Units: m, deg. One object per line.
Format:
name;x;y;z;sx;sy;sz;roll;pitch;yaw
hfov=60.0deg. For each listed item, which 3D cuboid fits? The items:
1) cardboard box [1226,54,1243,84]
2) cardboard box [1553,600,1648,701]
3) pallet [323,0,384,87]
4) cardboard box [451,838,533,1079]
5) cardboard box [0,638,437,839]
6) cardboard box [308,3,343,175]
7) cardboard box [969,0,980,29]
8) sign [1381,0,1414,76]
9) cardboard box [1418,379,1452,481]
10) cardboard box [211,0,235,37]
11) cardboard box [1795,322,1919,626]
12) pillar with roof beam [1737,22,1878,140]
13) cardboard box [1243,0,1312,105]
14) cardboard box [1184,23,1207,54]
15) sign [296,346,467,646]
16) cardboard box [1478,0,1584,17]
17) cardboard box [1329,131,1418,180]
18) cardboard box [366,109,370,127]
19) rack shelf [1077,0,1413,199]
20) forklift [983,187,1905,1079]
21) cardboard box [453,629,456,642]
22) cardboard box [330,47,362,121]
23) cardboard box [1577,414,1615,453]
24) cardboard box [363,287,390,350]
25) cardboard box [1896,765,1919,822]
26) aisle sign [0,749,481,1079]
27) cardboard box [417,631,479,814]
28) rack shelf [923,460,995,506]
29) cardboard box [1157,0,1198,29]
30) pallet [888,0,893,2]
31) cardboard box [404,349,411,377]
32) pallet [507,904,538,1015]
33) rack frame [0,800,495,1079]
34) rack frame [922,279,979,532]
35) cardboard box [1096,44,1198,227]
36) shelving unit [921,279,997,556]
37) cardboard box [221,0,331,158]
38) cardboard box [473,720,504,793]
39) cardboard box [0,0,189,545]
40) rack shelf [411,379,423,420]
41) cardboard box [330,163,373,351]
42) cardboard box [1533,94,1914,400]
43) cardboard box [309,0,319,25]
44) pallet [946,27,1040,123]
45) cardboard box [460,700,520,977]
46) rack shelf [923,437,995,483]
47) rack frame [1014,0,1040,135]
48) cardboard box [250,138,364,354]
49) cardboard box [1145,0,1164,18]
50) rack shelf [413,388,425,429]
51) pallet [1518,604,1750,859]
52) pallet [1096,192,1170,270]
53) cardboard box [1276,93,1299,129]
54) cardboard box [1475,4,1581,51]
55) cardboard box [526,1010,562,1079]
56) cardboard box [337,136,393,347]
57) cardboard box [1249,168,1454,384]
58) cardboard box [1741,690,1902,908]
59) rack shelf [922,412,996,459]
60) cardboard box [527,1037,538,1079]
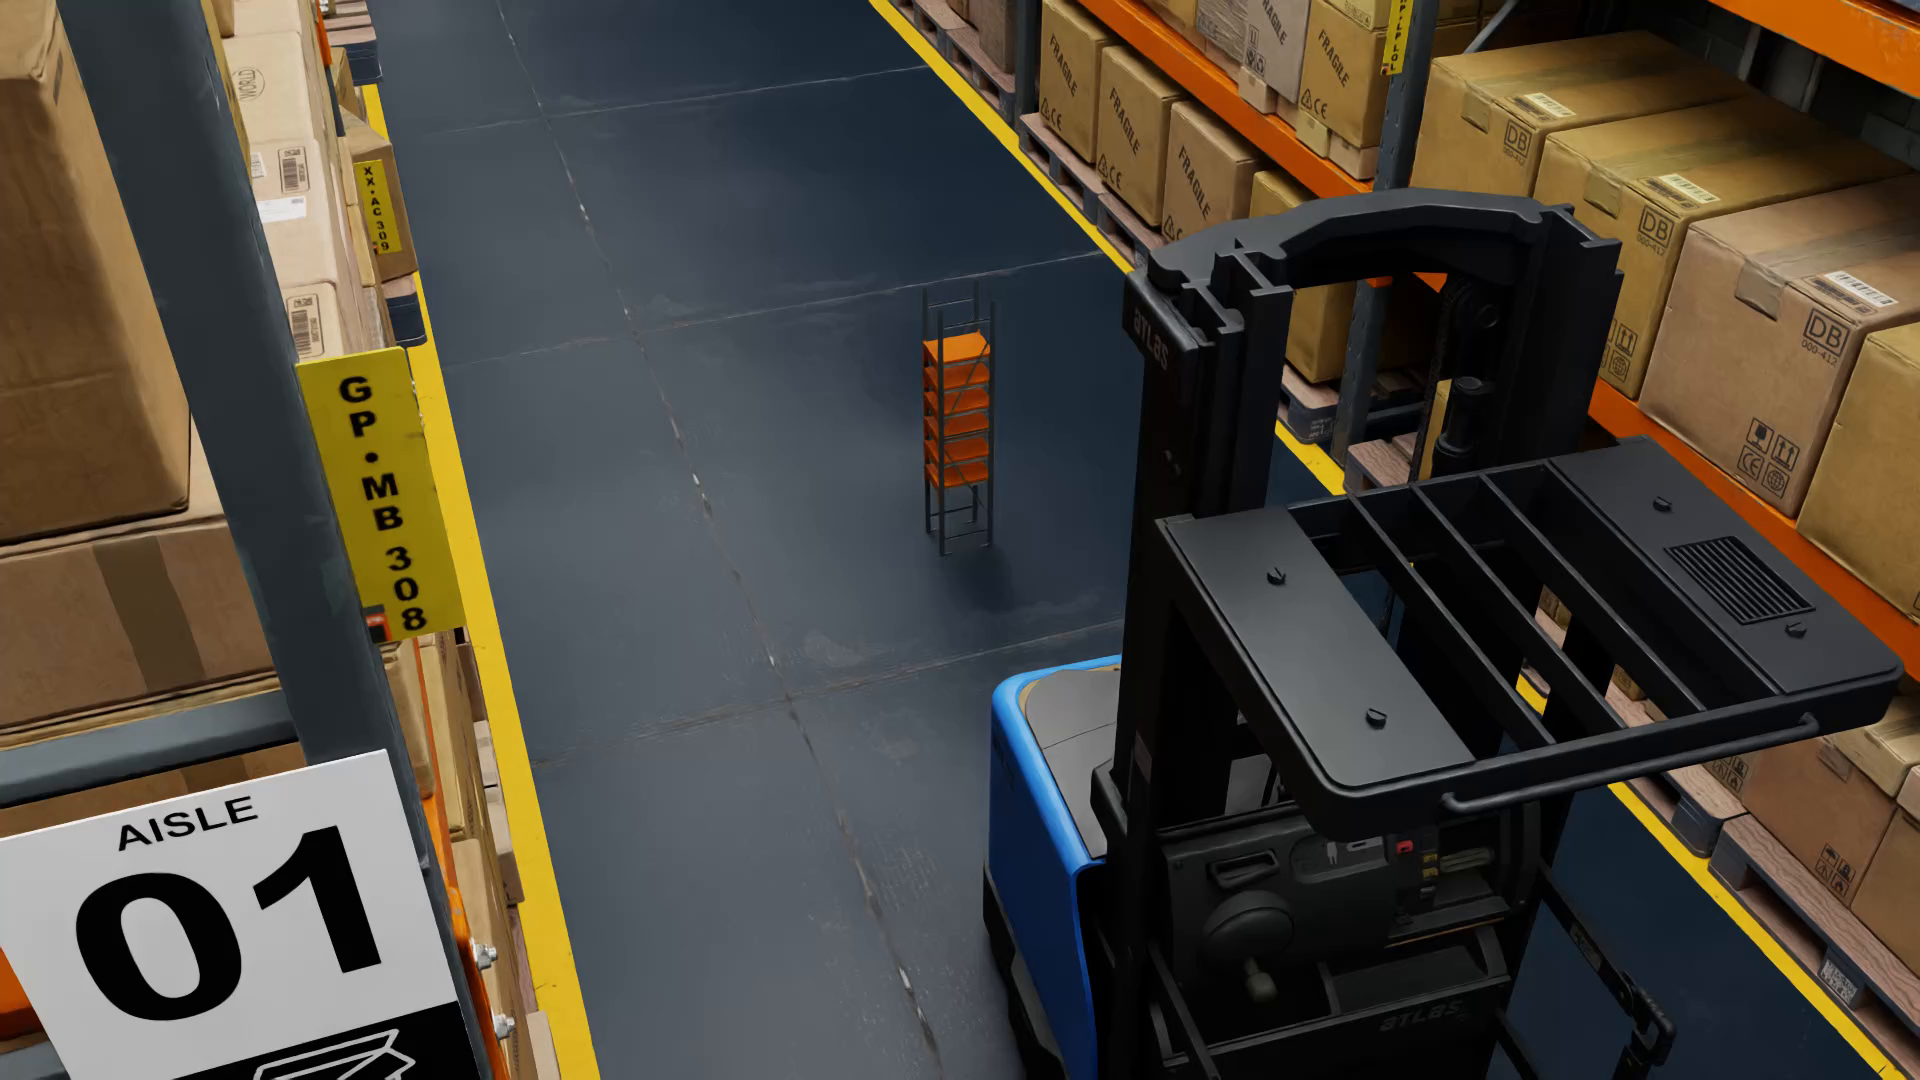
cardboard box;1.510;-2.284;7.981;0.380;0.149;0.250;-12;39;-16
cardboard box;2.721;0.188;6.236;0.700;0.500;0.500;-12;39;-15
pallet;-3.512;-2.449;8.167;1.213;0.211;1.003;-12;39;-16
cardboard box;-0.963;0.881;2.673;0.500;0.500;0.500;-11;38;-15
cardboard box;-0.996;0.145;2.196;0.500;0.250;0.500;-12;39;-16
cardboard box;-1.675;-0.987;3.699;0.500;0.250;0.500;-12;39;-16
cardboard box;0.474;-3.810;11.526;0.700;0.500;0.500;-13;39;-16
sign;1.709;-1.975;6.482;0.100;0.325;0.005;-12;39;-16
cardboard box;2.376;-0.387;7.000;0.700;0.500;0.500;-12;39;-15
cardboard box;-1.700;-1.161;2.890;0.700;0.500;0.500;-12;39;-16
cardboard box;3.146;-0.217;4.795;0.980;0.700;0.700;-13;39;-16
pillar with roof beam;-0.774;-2.950;3.687;9.100;9.000;0.400;-12;39;-16
cardboard box;1.635;-2.323;7.494;0.500;0.500;0.500;-12;39;-16
cardboard box;1.357;-2.581;8.375;0.380;0.149;0.250;-11;38;-15
sign;-0.549;-0.034;1.582;0.100;0.325;0.005;-12;39;-16
cardboard box;2.302;-2.442;7.028;0.500;0.250;0.500;-11;38;-15
cardboard box;1.833;-1.702;7.208;0.380;0.149;0.250;-12;39;-16
cardboard box;-3.889;-2.603;10.150;0.500;0.250;0.500;-13;39;-17
rack shelf;1.527;-2.504;8.679;1.077;0.370;4.000;-12;39;-16
forklift;0.973;0.867;3.662;1.130;2.935;3.031;-10;38;-13
cardboard box;-1.664;0.136;4.493;0.500;0.500;0.500;-12;39;-15
cardboard box;-2.684;-1.531;6.357;0.700;0.500;0.500;-7;37;-9
cardboard box;2.323;-0.415;6.497;0.380;0.149;0.250;-11;38;-14
cardboard box;-1.665;-0.268;4.198;0.500;0.500;0.500;-12;39;-16
cardboard box;3.042;0.760;4.937;0.380;0.149;0.250;-13;39;-16
aisle sign;-0.759;0.565;1.846;0.394;0.787;0.004;-12;39;-16
cardboard box;-1.318;0.304;3.440;0.500;0.500;0.500;-12;39;-15
rack shelf;-0.005;-0.260;7.071;0.258;0.103;0.180;-12;39;-16
cardboard box;1.293;-2.890;8.246;0.500;0.500;0.500;-11;38;-15
pallet;-0.268;-4.628;13.218;1.003;0.211;1.213;-12;39;-16
cardboard box;-2.904;-1.004;7.801;0.500;0.500;0.500;-14;39;-18
pallet;-1.775;1.558;5.006;1.003;0.211;1.213;-12;39;-16
rack frame;-1.058;1.626;2.599;1.000;3.000;0.127;-12;39;-16
rack frame;-0.036;-0.539;6.968;0.240;1.200;0.006;-12;39;-16
cardboard box;1.264;-2.292;9.237;0.750;0.750;0.750;-13;39;-16
shelving unit;-0.005;-0.487;6.900;0.258;1.200;0.189;-12;39;-16
cardboard box;-1.502;-0.905;3.174;0.500;0.250;0.500;-12;39;-16
cardboard box;-1.787;0.792;5.710;0.380;0.149;0.250;-12;39;-16
cardboard box;-1.250;-0.299;1.746;0.700;0.500;0.500;-12;39;-16
rack shelf;-3.123;-1.476;7.315;1.077;0.370;4.000;-12;39;-16
cardboard box;-1.330;-0.423;2.949;0.500;0.250;0.500;-12;39;-16
cardboard box;2.633;-1.058;5.912;0.980;0.700;0.700;-13;39;-17
cardboard box;-2.017;-1.553;4.450;0.500;0.250;0.500;-12;39;-16
pallet;0.571;-3.249;11.388;1.003;0.211;1.213;-12;39;-16
cardboard box;-1.316;0.706;3.736;0.500;0.500;0.500;-13;39;-16
rack shelf;-0.005;-0.356;6.999;0.258;0.103;0.180;-12;39;-16
rack frame;0.839;-3.921;9.963;1.000;3.000;0.127;-12;39;-16
cardboard box;-1.156;-0.340;2.425;0.500;0.250;0.500;-12;39;-16
cardboard box;1.204;-2.874;8.764;0.380;0.149;0.250;-12;39;-15
rack shelf;-1.746;0.783;4.315;1.077;0.370;4.000;-12;39;-16
pallet;2.827;0.588;6.294;1.003;0.211;1.213;-12;39;-16
pallet;1.456;-1.658;9.276;1.003;0.211;1.213;-12;39;-16
cardboard box;1.677;-1.995;7.598;0.380;0.149;0.250;-11;38;-15
cardboard box;2.294;-2.140;7.252;0.500;0.500;0.500;-14;39;-17
cardboard box;-1.323;1.617;4.529;0.500;0.250;0.500;-12;39;-16
cardboard box;-2.017;-0.841;4.960;0.500;0.500;0.500;-12;39;-16
cardboard box;1.870;-1.311;7.935;0.750;0.750;0.750;-12;39;-15
cardboard box;3.085;0.771;5.461;0.700;0.500;0.500;-13;39;-16
rack shelf;-0.005;-0.452;6.927;0.258;0.103;0.180;-12;39;-16
cardboard box;-0.963;1.280;2.974;0.500;0.500;0.500;-12;39;-15
